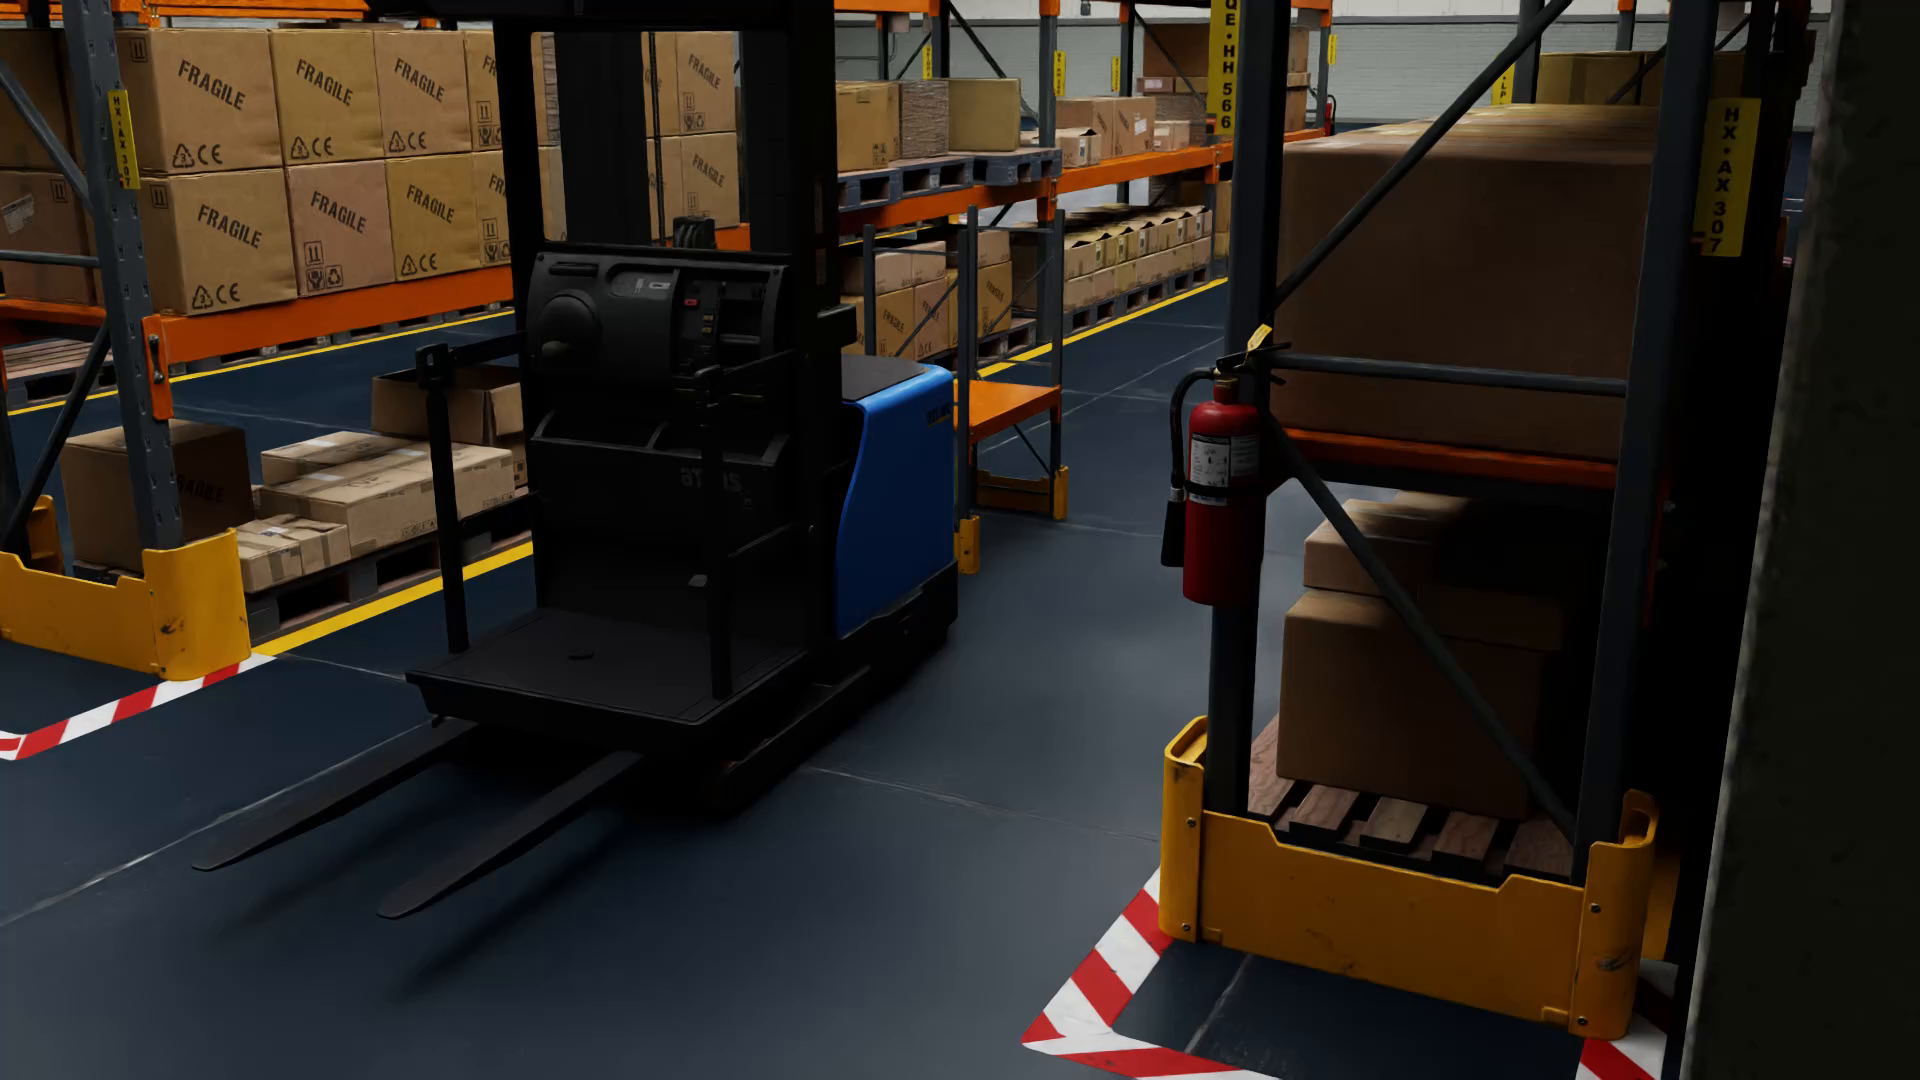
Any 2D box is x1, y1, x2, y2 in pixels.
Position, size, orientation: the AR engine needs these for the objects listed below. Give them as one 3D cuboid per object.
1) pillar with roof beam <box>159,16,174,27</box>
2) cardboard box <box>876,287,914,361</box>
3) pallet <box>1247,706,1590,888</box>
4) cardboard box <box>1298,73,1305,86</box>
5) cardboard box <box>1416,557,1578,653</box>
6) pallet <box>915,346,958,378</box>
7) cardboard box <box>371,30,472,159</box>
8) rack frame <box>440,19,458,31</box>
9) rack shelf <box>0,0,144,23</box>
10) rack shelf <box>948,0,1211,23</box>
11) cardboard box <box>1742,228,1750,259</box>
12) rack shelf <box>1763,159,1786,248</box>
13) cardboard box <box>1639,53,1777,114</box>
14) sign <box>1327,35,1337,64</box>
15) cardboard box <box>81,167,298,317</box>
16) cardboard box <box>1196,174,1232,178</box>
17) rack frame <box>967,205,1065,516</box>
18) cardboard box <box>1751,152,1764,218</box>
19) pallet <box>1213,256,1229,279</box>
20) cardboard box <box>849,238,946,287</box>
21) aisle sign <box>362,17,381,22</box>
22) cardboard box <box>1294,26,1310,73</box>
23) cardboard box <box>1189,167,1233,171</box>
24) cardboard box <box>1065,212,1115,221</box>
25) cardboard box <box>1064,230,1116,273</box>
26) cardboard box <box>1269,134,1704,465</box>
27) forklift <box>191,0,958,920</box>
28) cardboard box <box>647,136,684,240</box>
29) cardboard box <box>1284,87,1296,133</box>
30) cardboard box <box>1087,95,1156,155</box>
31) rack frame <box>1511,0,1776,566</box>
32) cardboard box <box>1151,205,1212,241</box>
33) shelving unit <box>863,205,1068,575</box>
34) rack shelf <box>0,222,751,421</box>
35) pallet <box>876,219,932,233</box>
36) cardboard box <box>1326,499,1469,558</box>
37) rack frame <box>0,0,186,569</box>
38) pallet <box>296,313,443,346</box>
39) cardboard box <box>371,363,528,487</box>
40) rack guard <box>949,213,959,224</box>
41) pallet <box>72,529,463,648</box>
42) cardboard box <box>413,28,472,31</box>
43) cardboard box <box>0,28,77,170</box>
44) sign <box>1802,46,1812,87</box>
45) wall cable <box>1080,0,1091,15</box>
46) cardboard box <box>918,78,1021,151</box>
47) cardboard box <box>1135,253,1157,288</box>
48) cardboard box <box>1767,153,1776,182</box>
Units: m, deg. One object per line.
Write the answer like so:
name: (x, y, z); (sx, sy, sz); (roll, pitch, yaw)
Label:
pillar with roof beam: (-12.925, -12.031, 32.560); (9.100, 9.000, 0.400); (8, 18, 25)
cardboard box: (-0.641, -1.397, 10.910); (0.500, 0.500, 0.500); (8, 18, 26)
pallet: (1.400, 0.743, 4.986); (1.003, 0.211, 1.213); (8, 18, 25)
cardboard box: (3.713, -5.255, 18.969); (0.380, 0.149, 0.250); (9, 19, 27)
cardboard box: (1.459, 0.172, 4.524); (0.380, 0.149, 0.250); (8, 18, 26)
pallet: (-0.659, -1.215, 11.580); (1.003, 0.211, 1.213); (8, 18, 25)
cardboard box: (-2.431, -1.877, 6.978); (0.500, 0.500, 0.500); (8, 18, 26)
rack frame: (-4.175, -3.678, 14.974); (1.000, 3.000, 0.127); (8, 18, 25)
rack shelf: (-9.500, -4.892, 15.056); (1.077, 0.370, 4.000); (8, 18, 25)
rack shelf: (1.148, -4.650, 14.239); (1.077, 0.370, 4.000); (8, 18, 25)
cardboard box: (3.449, -1.402, 7.717); (0.380, 0.149, 0.250); (8, 18, 24)
rack shelf: (5.581, -2.582, 12.548); (1.077, 0.370, 4.000); (8, 18, 25)
cardboard box: (3.339, -2.043, 7.417); (0.500, 0.250, 0.500); (9, 19, 27)
sign: (4.308, -5.681, 19.267); (0.100, 0.325, 0.005); (8, 18, 25)
cardboard box: (-2.886, -1.137, 6.242); (0.500, 0.500, 0.500); (9, 19, 27)
cardboard box: (2.745, -3.515, 17.200); (0.500, 0.500, 0.500); (8, 18, 25)
rack frame: (0.265, -0.870, 8.154); (0.500, 1.500, 0.032); (8, 18, 25)
cardboard box: (3.566, -1.818, 7.978); (0.500, 0.500, 0.500); (8, 18, 26)
pallet: (2.434, -2.927, 17.340); (1.003, 0.211, 1.213); (8, 18, 25)
cardboard box: (-0.428, -1.875, 11.204); (0.500, 0.250, 0.500); (8, 18, 24)
aisle sign: (-9.124, -8.229, 25.730); (0.394, 0.787, 0.004); (8, 18, 25)
cardboard box: (3.585, -5.624, 19.070); (0.700, 0.500, 0.500); (8, 18, 26)
cardboard box: (2.718, -3.837, 18.285); (0.500, 0.500, 0.500); (8, 18, 25)
cardboard box: (1.176, -2.886, 15.412); (0.500, 0.311, 0.500); (7, 18, 24)
cardboard box: (0.978, -2.430, 13.878); (0.500, 0.311, 0.500); (8, 18, 24)
cardboard box: (1.332, -0.655, 4.269); (0.980, 0.700, 0.700); (9, 19, 28)
forklift: (-1.062, -0.713, 5.110); (1.130, 2.935, 3.031); (7, 18, 23)
cardboard box: (-1.756, -1.785, 8.423); (0.500, 0.500, 0.500); (9, 19, 27)
cardboard box: (3.379, -4.881, 18.848); (0.700, 0.500, 0.500); (9, 19, 27)
cardboard box: (1.448, -3.786, 15.162); (0.500, 0.500, 0.500); (10, 19, 29)
rack frame: (2.900, -1.399, 7.300); (1.000, 3.000, 0.127); (8, 18, 25)
cardboard box: (2.117, -3.078, 16.061); (0.500, 0.311, 0.500); (8, 18, 25)
shelving unit: (0.034, -0.738, 7.710); (0.587, 1.500, 1.083); (8, 18, 25)
rack shelf: (-2.427, -1.174, 7.806); (1.077, 0.370, 4.000); (8, 18, 25)
pallet: (-0.960, -4.148, 21.452); (1.003, 0.211, 1.213); (8, 18, 25)
cardboard box: (1.344, -0.006, 5.124); (0.380, 0.149, 0.250); (9, 19, 27)
rack frame: (-3.320, -1.009, 5.988); (1.000, 3.000, 0.127); (8, 18, 25)
pallet: (-5.037, -1.826, 13.635); (1.003, 0.211, 1.213); (8, 18, 25)
cardboard box: (-2.368, -0.563, 8.098); (0.797, 0.503, 0.637); (8, 18, 25)
rack guard: (-0.593, -4.492, 22.105); (1.175, 0.500, 0.348); (8, 18, 25)
pallet: (-2.931, 0.105, 7.135); (1.003, 0.211, 1.213); (8, 18, 25)
cardboard box: (-6.391, -6.079, 20.604); (0.500, 0.500, 0.500); (8, 18, 25)
cardboard box: (-3.368, -1.685, 6.331); (0.500, 0.500, 0.500); (8, 18, 25)
sign: (6.973, -3.922, 13.761); (0.100, 0.325, 0.005); (8, 18, 25)
wall cable: (4.933, -19.693, 52.382); (2.305, 6.003, 0.169); (8, 18, 25)
cardboard box: (0.074, -3.122, 12.187); (0.700, 0.500, 0.500); (2, 17, 7)
cardboard box: (1.431, -2.418, 14.823); (0.500, 0.250, 0.500); (9, 19, 26)
cardboard box: (4.712, -2.464, 10.153); (0.500, 0.500, 0.500); (8, 18, 26)
